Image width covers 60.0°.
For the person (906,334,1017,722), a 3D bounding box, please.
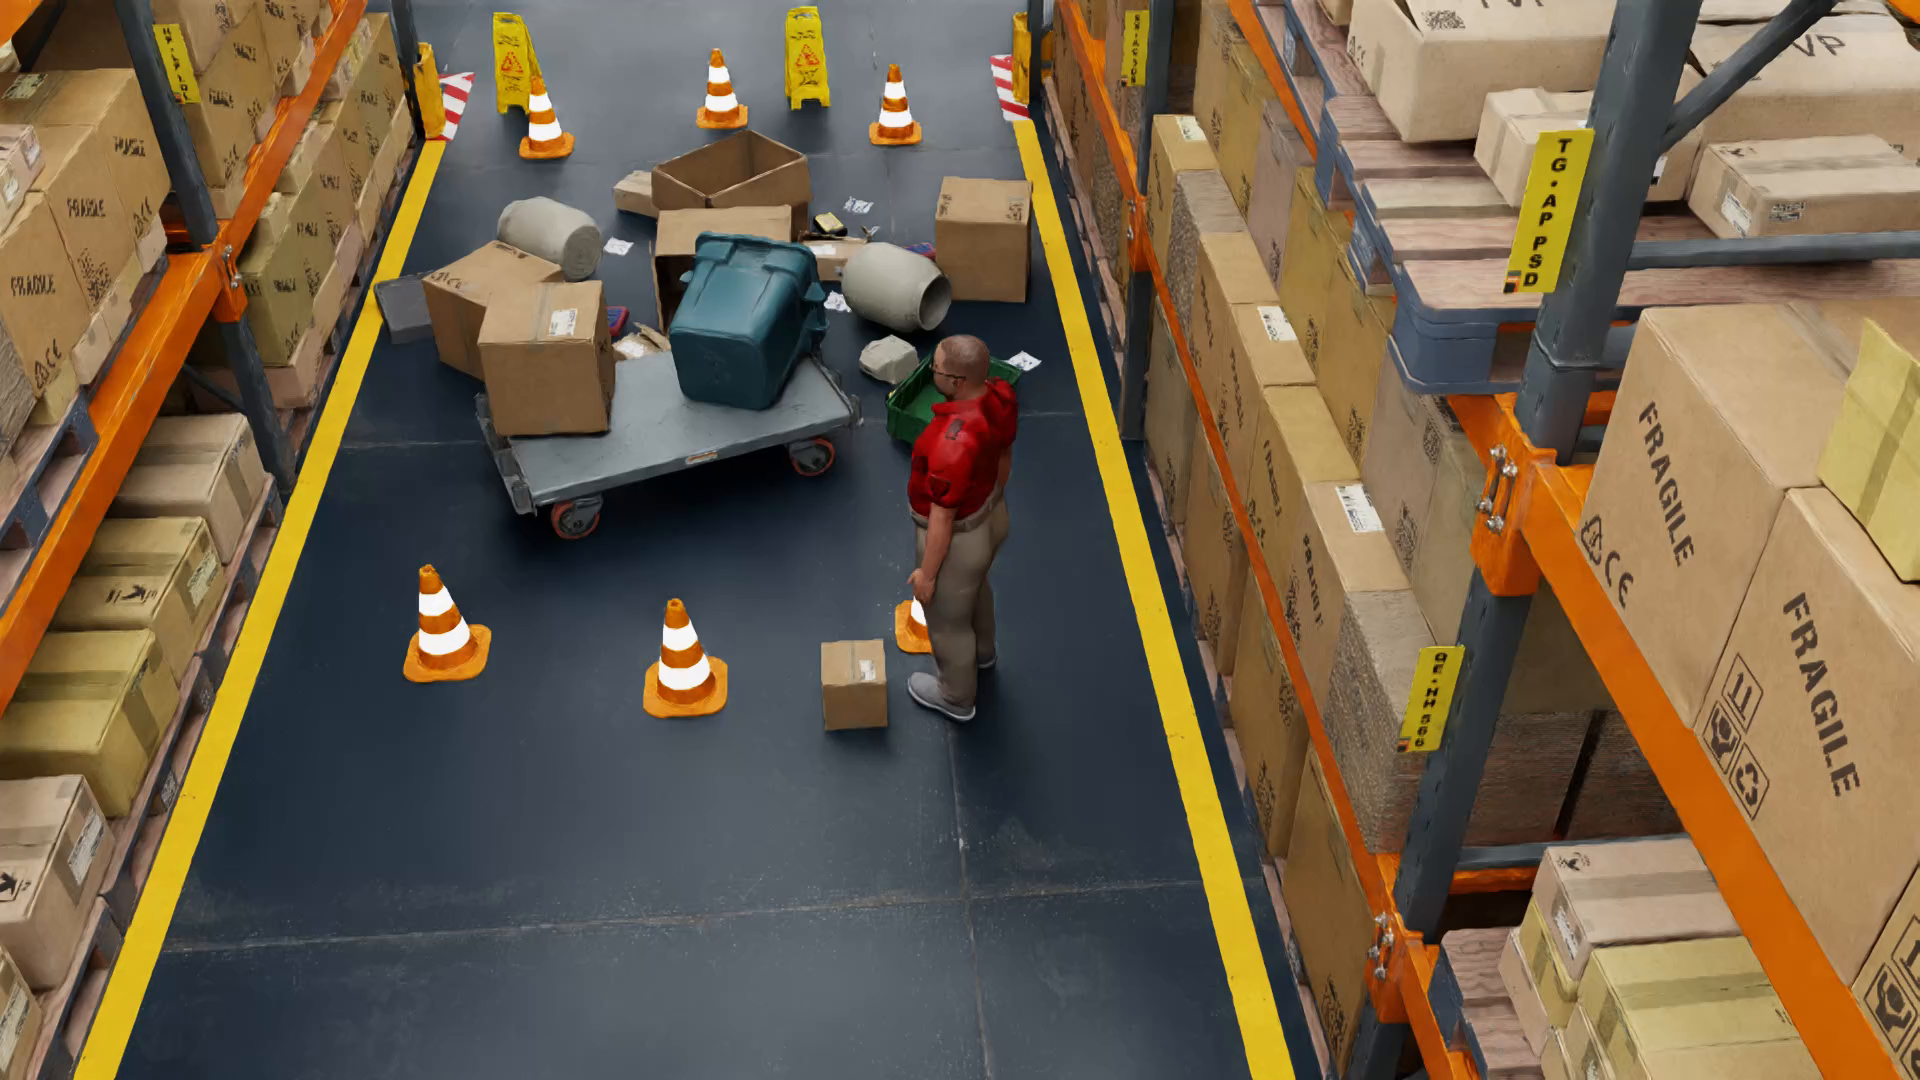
[{"bbox_3d":[-0.024,-0.064,6.229,0.406,1.726,0.680,16,41,18],"label":"person"}]
